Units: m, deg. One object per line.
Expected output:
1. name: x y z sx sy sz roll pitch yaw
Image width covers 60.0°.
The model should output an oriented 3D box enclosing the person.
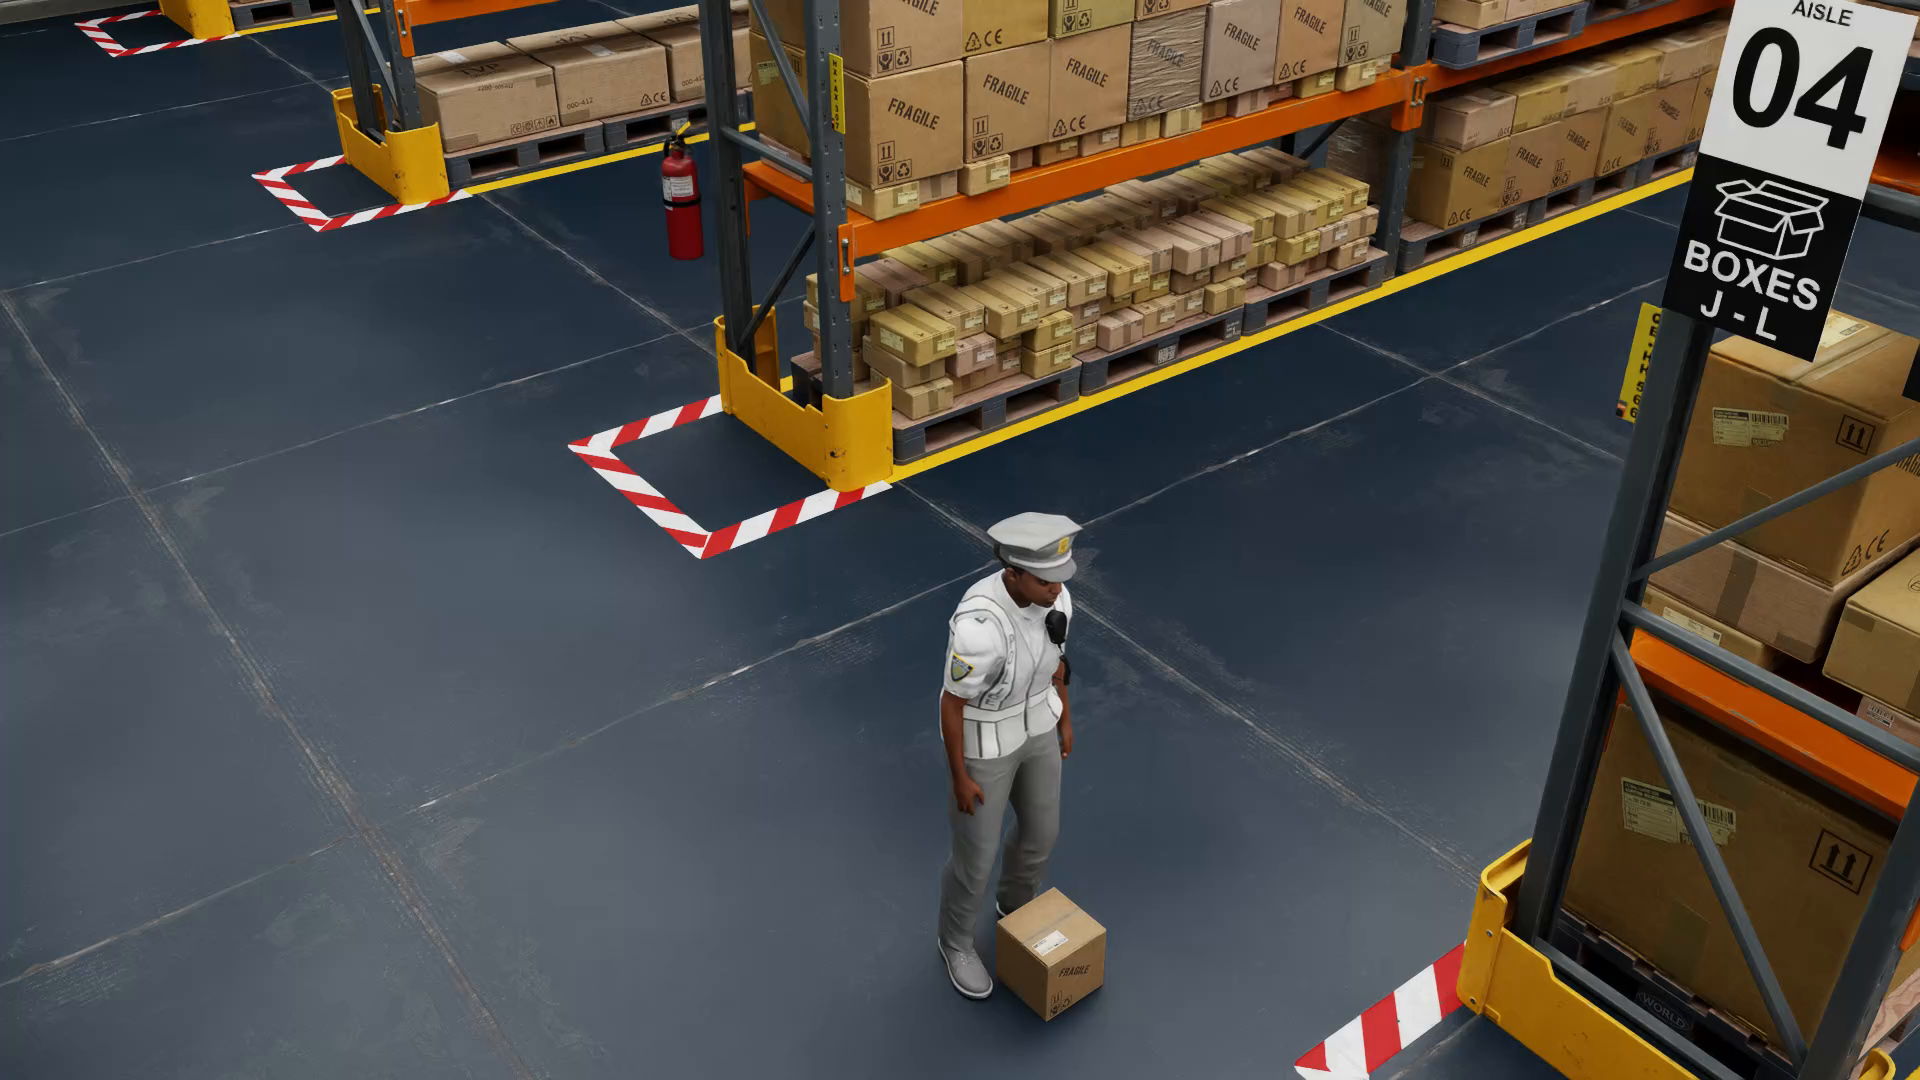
1. person: 0.143 0.638 5.130 0.532 1.660 0.393 -25 40 -34
